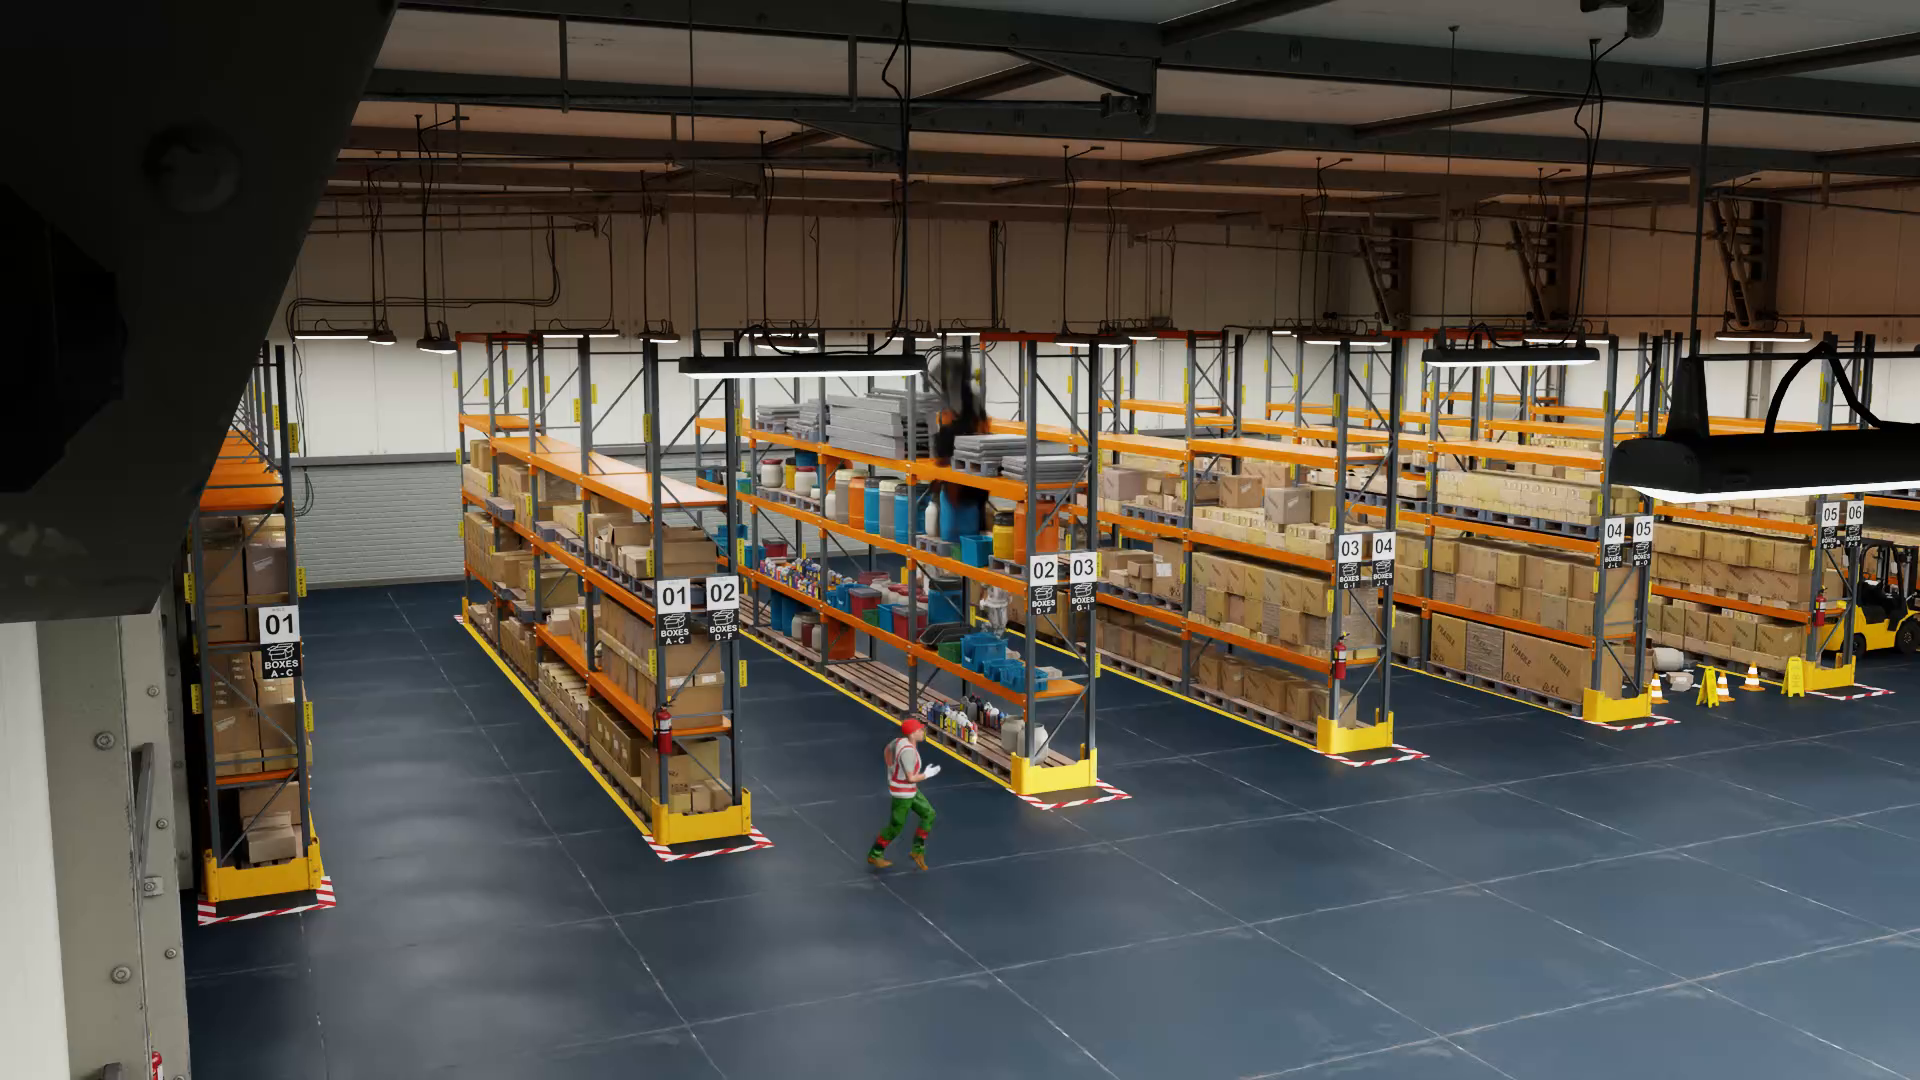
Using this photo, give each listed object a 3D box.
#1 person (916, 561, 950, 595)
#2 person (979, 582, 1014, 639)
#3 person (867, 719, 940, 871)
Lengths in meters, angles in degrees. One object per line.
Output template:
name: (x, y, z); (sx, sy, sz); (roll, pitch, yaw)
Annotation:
person: (-0.558, 0.908, 34.143); (0.701, 1.711, 0.793); (-4, 9, -30)
person: (0.686, 1.265, 31.508); (0.678, 1.709, 0.806); (-5, 9, -34)
person: (-0.645, 2.910, 18.936); (0.850, 1.800, 0.692); (0, 8, 0)
